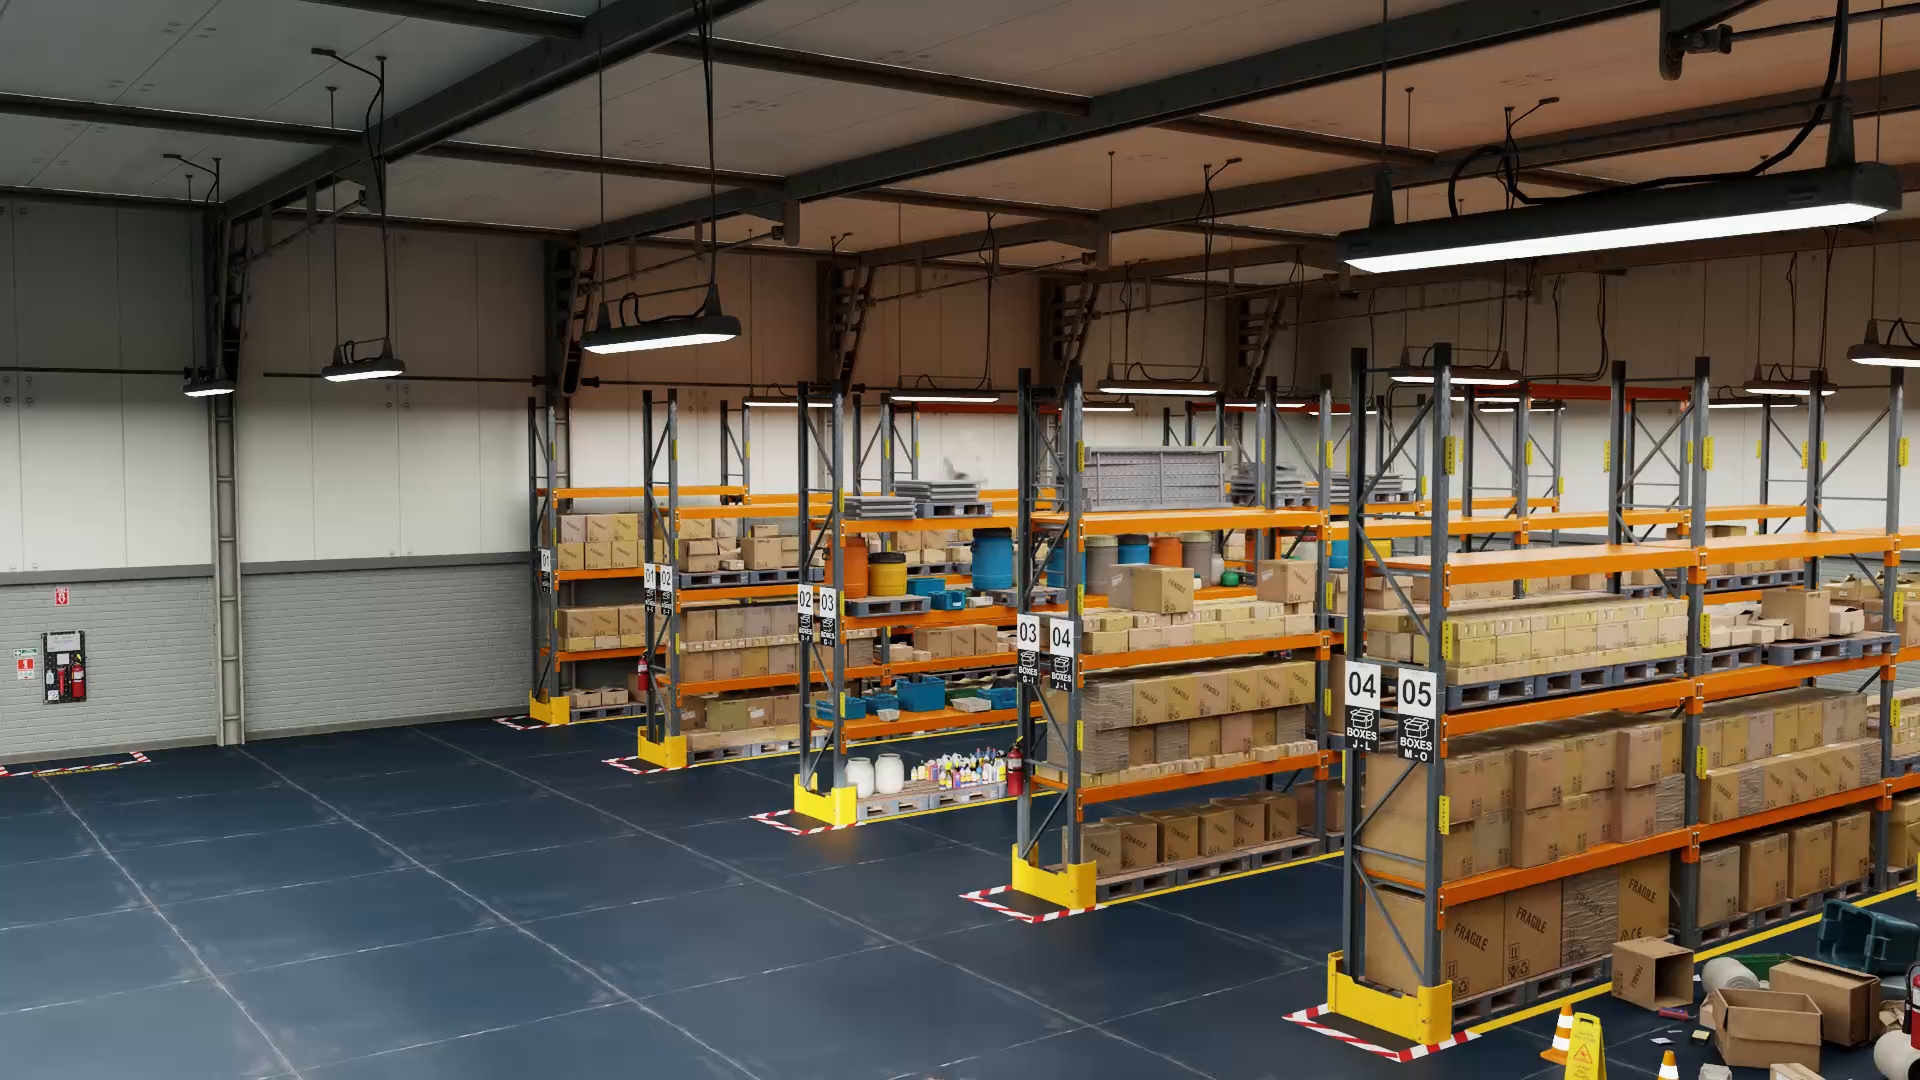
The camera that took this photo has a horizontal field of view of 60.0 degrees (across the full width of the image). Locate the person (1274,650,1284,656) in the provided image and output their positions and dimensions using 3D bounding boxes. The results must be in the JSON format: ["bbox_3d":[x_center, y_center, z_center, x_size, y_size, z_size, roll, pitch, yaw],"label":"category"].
[{"bbox_3d":[5.969,2.422,32.024,0.640,1.724,0.674,3,5,44],"label":"person"}]
